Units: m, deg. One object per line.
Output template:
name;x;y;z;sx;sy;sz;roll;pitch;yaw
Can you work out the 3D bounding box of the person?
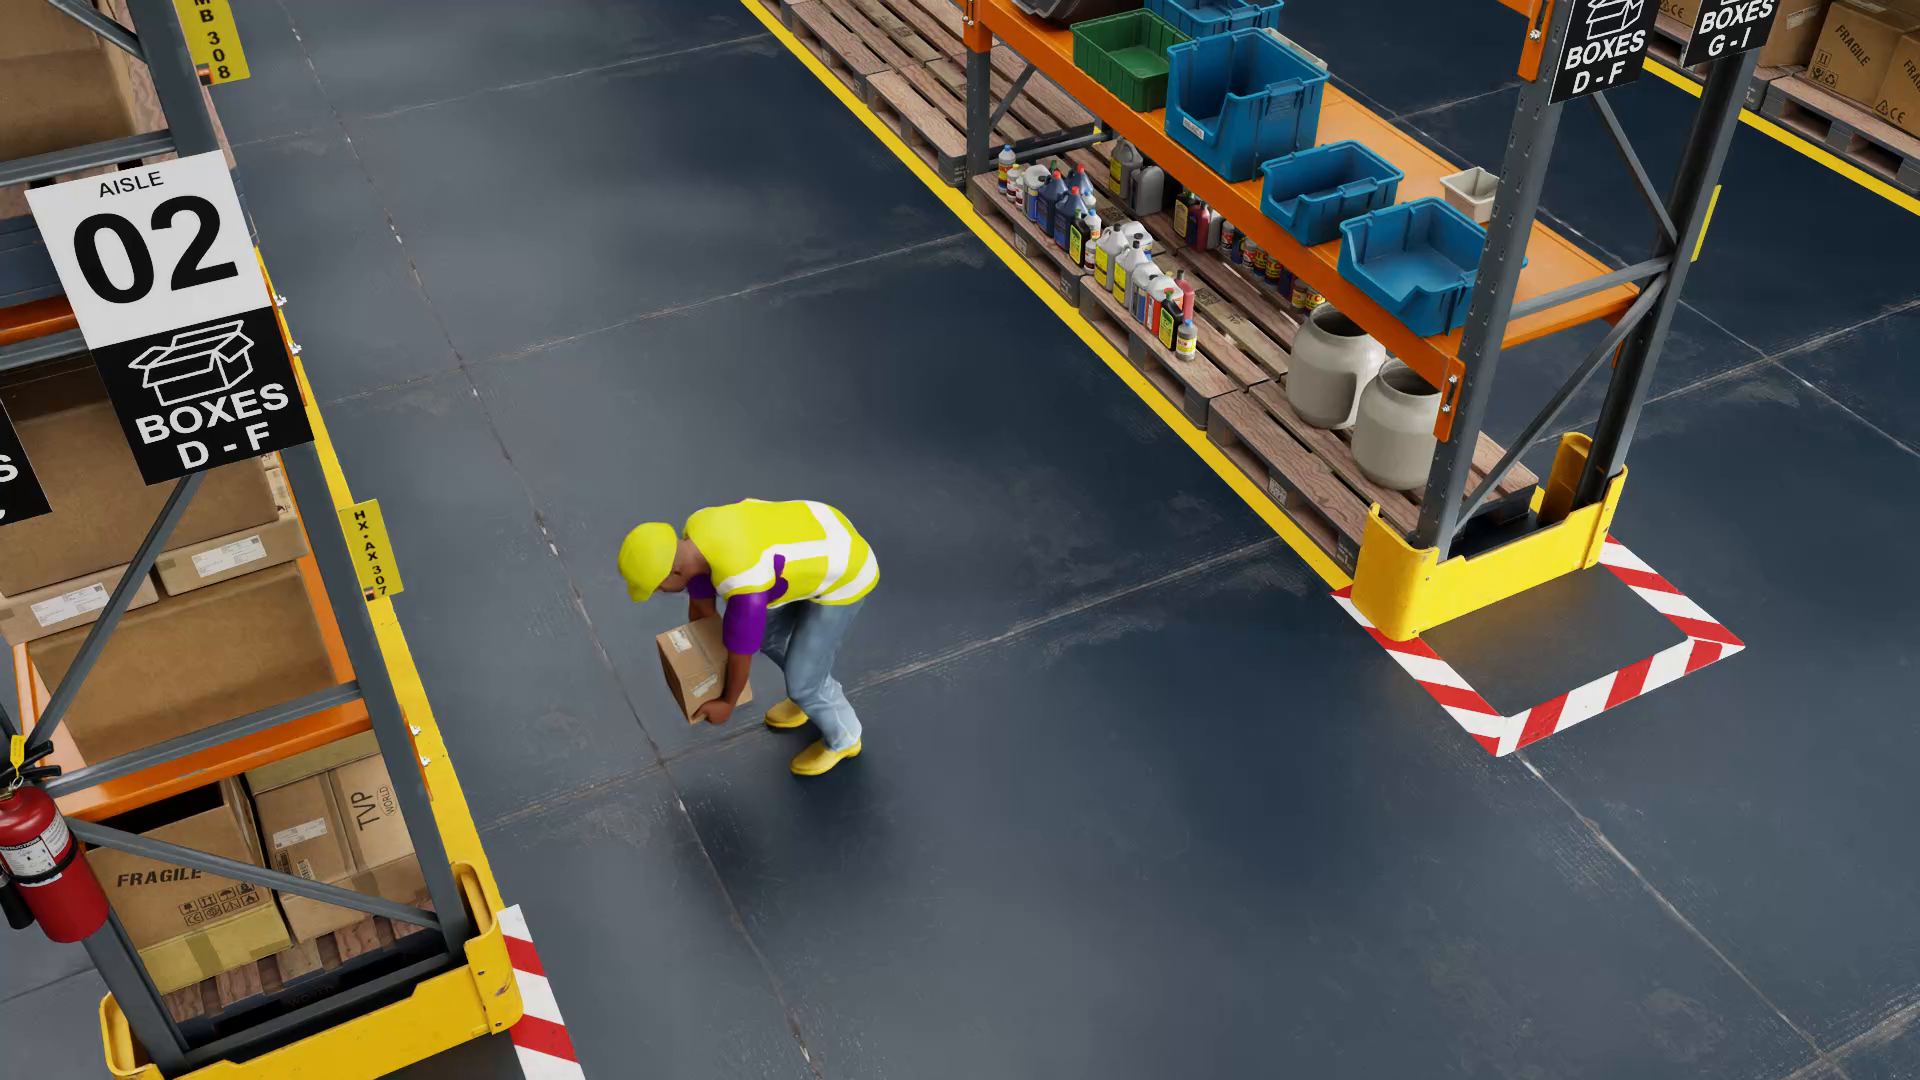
person;-0.741;0.347;6.086;0.923;1.311;0.492;-20;45;-22
